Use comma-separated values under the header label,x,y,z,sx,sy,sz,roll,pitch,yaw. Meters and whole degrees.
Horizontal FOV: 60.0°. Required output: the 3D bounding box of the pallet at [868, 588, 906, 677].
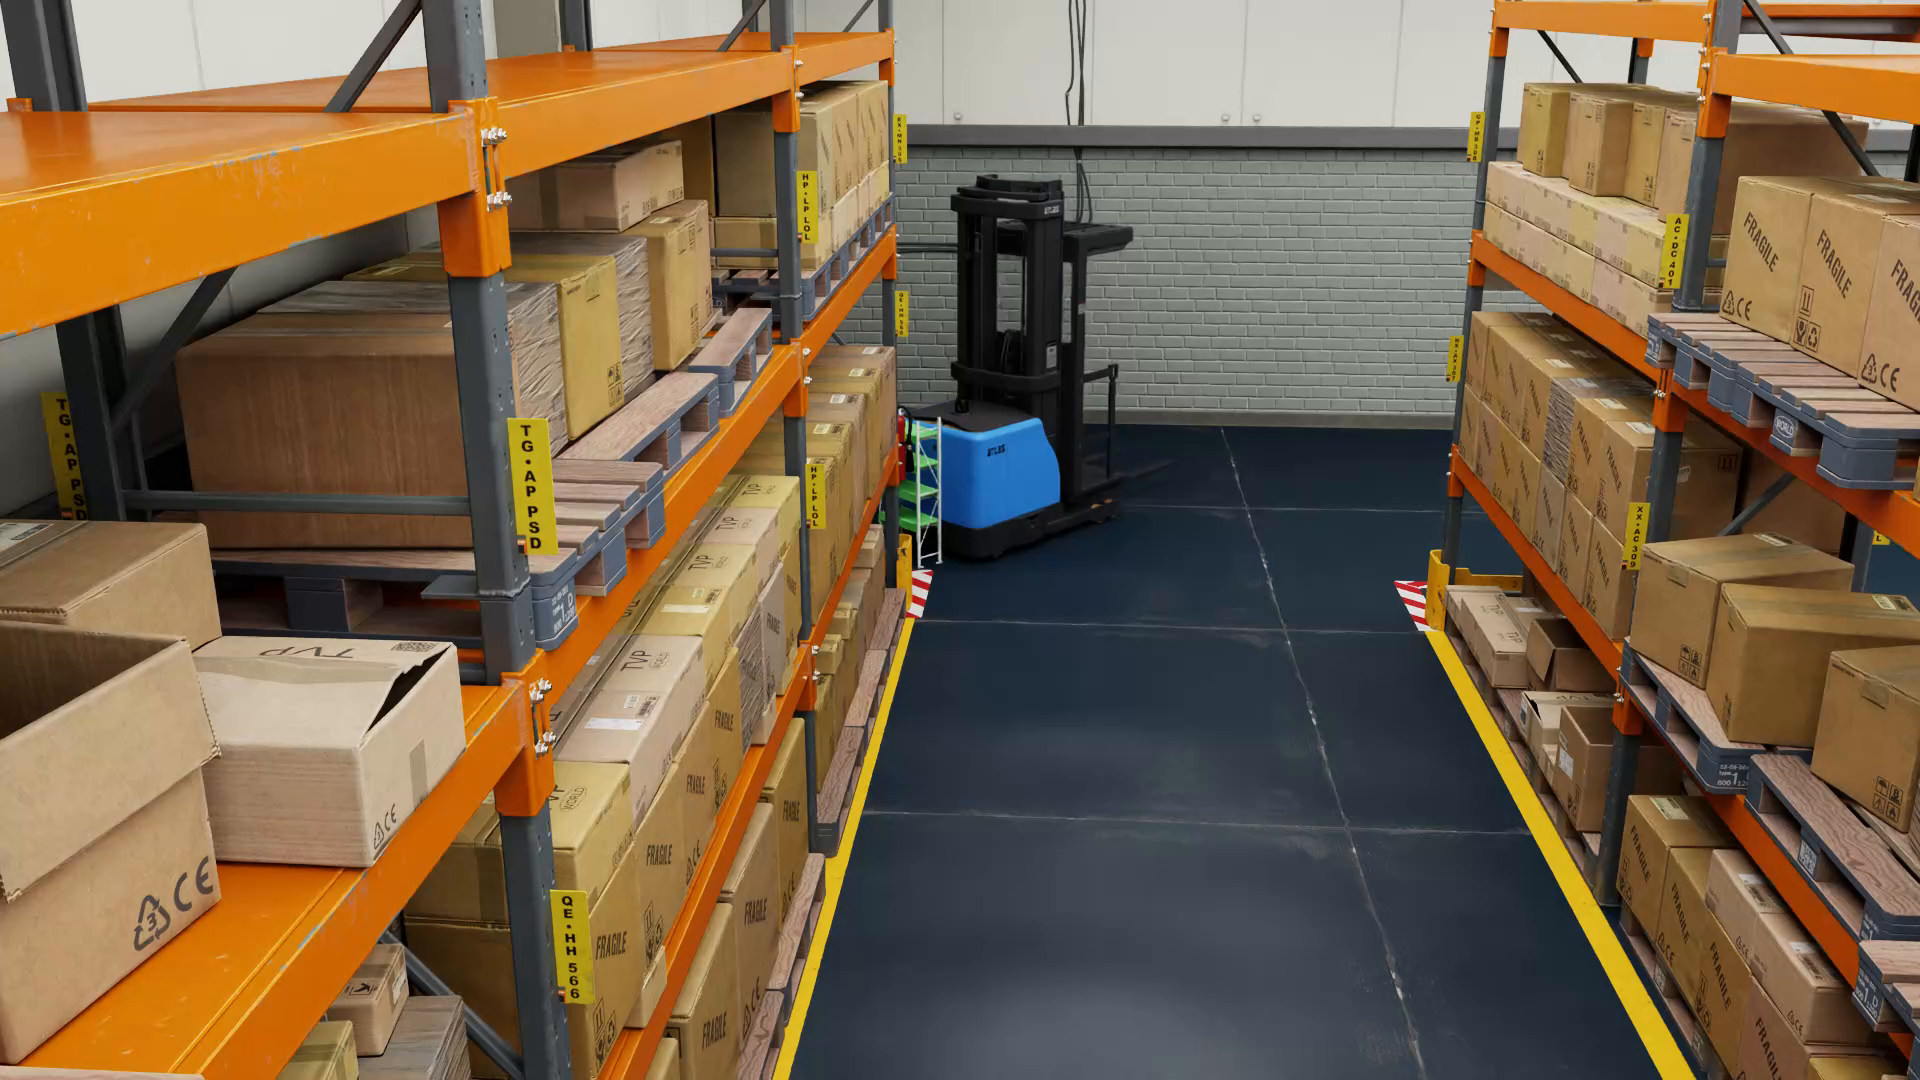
label,x,y,z,sx,sy,sz,roll,pitch,yaw
pallet,-0.933,0.628,11.667,1.003,0.211,1.213,1,18,4

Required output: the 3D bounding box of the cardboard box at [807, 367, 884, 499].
label,x,y,z,sx,sy,sz,roll,pitch,yaw
cardboard box,-1.021,-0.705,10.775,0.980,0.700,0.700,1,18,3

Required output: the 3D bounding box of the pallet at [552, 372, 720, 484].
label,x,y,z,sx,sy,sz,roll,pitch,yaw
pallet,-1.457,-0.347,5.650,1.003,0.211,1.213,2,18,6

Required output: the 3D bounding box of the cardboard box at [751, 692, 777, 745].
label,x,y,z,sx,sy,sz,roll,pitch,yaw
cardboard box,-1.001,0.758,7.163,0.380,0.149,0.250,1,18,4

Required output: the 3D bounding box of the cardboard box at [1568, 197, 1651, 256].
label,x,y,z,sx,sy,sz,roll,pitch,yaw
cardboard box,3.542,-1.655,8.776,0.500,0.250,0.500,1,18,4

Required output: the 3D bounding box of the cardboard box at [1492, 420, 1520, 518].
label,x,y,z,sx,sy,sz,roll,pitch,yaw
cardboard box,3.622,-0.437,10.279,0.500,0.500,0.500,1,18,4

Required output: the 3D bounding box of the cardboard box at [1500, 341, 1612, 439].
label,x,y,z,sx,sy,sz,roll,pitch,yaw
cardboard box,3.622,-0.911,10.118,0.500,0.500,0.500,2,18,5

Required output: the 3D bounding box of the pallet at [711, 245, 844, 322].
label,x,y,z,sx,sy,sz,roll,pitch,yaw
pallet,-1.171,-1.342,8.526,1.003,0.211,1.213,1,18,4

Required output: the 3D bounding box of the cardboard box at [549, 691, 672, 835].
label,x,y,z,sx,sy,sz,roll,pitch,yaw
cardboard box,-1.200,0.681,5.154,0.500,0.250,0.500,1,18,3

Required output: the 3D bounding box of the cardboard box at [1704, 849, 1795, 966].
label,x,y,z,sx,sy,sz,roll,pitch,yaw
cardboard box,3.351,1.482,6.685,0.500,0.250,0.500,1,18,4

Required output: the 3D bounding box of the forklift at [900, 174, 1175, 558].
label,x,y,z,sx,sy,sz,roll,pitch,yaw
forklift,0.753,-1.631,14.192,1.130,2.935,3.031,15,24,39

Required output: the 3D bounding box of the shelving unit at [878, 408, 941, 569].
label,x,y,z,sx,sy,sz,roll,pitch,yaw
shelving unit,-0.409,-0.426,13.295,0.258,1.200,0.503,-16,24,-40

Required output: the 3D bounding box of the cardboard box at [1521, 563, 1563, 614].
label,x,y,z,sx,sy,sz,roll,pitch,yaw
cardboard box,4.194,0.315,11.451,0.500,0.500,0.500,1,18,4

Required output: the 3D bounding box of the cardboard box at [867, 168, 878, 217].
label,x,y,z,sx,sy,sz,roll,pitch,yaw
cardboard box,-0.777,-2.153,10.266,0.500,0.250,0.500,1,18,2

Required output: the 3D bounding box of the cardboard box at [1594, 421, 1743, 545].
label,x,y,z,sx,sy,sz,roll,pitch,yaw
cardboard box,3.479,-0.281,8.197,0.500,0.500,0.500,1,18,4

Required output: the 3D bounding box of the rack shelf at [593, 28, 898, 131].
label,x,y,z,sx,sy,sz,roll,pitch,yaw
rack shelf,-1.097,-2.645,9.341,1.077,0.370,4.000,1,18,4

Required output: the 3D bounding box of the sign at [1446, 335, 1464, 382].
label,x,y,z,sx,sy,sz,roll,pitch,yaw
sign,3.446,-1.261,11.564,0.100,0.325,0.005,1,18,4

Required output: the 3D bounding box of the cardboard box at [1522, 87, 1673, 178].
label,x,y,z,sx,sy,sz,roll,pitch,yaw
cardboard box,3.847,-2.472,10.068,0.700,0.500,0.500,1,18,4

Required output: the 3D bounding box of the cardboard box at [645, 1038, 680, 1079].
label,x,y,z,sx,sy,sz,roll,pitch,yaw
cardboard box,-1.344,2.134,5.371,0.750,0.750,0.750,1,18,3

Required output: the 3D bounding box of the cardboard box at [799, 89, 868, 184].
label,x,y,z,sx,sy,sz,roll,pitch,yaw
cardboard box,-0.810,-2.354,9.674,0.500,0.500,0.500,0,18,1

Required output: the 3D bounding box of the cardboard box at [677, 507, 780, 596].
label,x,y,z,sx,sy,sz,roll,pitch,yaw
cardboard box,-1.065,0.050,7.079,0.500,0.250,0.500,2,18,5

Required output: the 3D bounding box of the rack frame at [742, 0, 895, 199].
label,x,y,z,sx,sy,sz,roll,pitch,yaw
rack frame,-0.954,-3.798,11.062,1.000,3.000,0.127,1,18,4

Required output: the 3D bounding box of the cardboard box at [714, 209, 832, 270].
label,x,y,z,sx,sy,sz,roll,pitch,yaw
cardboard box,-0.928,-1.515,8.317,0.500,0.250,0.500,1,18,4

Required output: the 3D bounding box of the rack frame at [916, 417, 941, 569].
label,x,y,z,sx,sy,sz,roll,pitch,yaw
rack frame,-0.246,-0.369,13.123,0.240,1.200,0.015,-16,24,-40

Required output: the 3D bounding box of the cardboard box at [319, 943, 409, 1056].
label,x,y,z,sx,sy,sz,roll,pitch,yaw
cardboard box,-1.522,1.081,3.899,0.380,0.149,0.250,-1,18,-3

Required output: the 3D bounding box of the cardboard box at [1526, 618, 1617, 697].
label,x,y,z,sx,sy,sz,roll,pitch,yaw
cardboard box,3.830,0.798,9.972,0.797,0.503,0.637,1,18,4

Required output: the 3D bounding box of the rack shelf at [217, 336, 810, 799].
label,x,y,z,sx,sy,sz,roll,pitch,yaw
rack shelf,-1.384,-0.167,5.954,1.077,0.370,4.000,1,18,4

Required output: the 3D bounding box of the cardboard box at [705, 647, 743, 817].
label,x,y,z,sx,sy,sz,roll,pitch,yaw
cardboard box,-1.124,0.716,6.252,0.500,0.500,0.500,2,18,5

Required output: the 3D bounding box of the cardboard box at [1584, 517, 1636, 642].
label,x,y,z,sx,sy,sz,roll,pitch,yaw
cardboard box,3.481,0.196,8.347,0.500,0.500,0.500,2,18,5

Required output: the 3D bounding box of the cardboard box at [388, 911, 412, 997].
label,x,y,z,sx,sy,sz,roll,pitch,yaw
cardboard box,-1.756,1.187,4.814,0.500,0.500,0.500,1,18,4

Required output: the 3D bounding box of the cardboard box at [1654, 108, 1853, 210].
label,x,y,z,sx,sy,sz,roll,pitch,yaw
cardboard box,3.875,-1.847,8.160,0.700,0.500,0.500,1,18,4

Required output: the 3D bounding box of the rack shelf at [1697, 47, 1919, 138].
label,x,y,z,sx,sy,sz,roll,pitch,yaw
rack shelf,3.557,-1.293,5.215,1.077,0.370,4.000,1,18,4

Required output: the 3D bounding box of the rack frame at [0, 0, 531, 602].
label,x,y,z,sx,sy,sz,roll,pitch,yaw
rack frame,-1.527,-1.313,3.479,1.000,3.000,0.127,1,18,4

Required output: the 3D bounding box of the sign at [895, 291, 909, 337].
label,x,y,z,sx,sy,sz,roll,pitch,yaw
sign,-0.413,-1.593,11.729,0.100,0.325,0.005,1,18,4

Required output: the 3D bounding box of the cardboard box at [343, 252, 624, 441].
label,x,y,z,sx,sy,sz,roll,pitch,yaw
cardboard box,-1.511,-0.634,5.355,0.700,0.500,0.500,2,18,7

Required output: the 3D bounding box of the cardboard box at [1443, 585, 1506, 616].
label,x,y,z,sx,sy,sz,roll,pitch,yaw
cardboard box,3.615,0.430,11.664,0.380,0.149,0.250,1,18,4

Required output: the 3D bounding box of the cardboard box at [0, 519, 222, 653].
label,x,y,z,sx,sy,sz,roll,pitch,yaw
cardboard box,-1.808,0.274,3.261,0.500,0.500,0.500,1,18,4

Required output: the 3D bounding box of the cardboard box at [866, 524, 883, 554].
label,x,y,z,sx,sy,sz,roll,pitch,yaw
cardboard box,-0.731,-0.003,11.415,0.380,0.149,0.250,1,18,3

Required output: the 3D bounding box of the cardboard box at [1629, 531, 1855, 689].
label,x,y,z,sx,sy,sz,roll,pitch,yaw
cardboard box,3.444,0.300,7.356,0.700,0.500,0.500,-5,19,-15

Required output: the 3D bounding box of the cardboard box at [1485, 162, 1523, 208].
label,x,y,z,sx,sy,sz,roll,pitch,yaw
cardboard box,3.691,-2.276,10.671,0.500,0.250,0.500,1,18,4

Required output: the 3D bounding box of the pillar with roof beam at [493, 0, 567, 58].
label,x,y,z,sx,sy,sz,roll,pitch,yaw
pillar with roof beam,2.241,-2.696,7.700,9.100,9.000,0.400,1,18,4

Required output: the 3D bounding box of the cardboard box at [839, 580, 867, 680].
label,x,y,z,sx,sy,sz,roll,pitch,yaw
cardboard box,-0.975,0.572,10.699,0.700,0.500,0.500,1,18,2

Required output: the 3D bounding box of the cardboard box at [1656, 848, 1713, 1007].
label,x,y,z,sx,sy,sz,roll,pitch,yaw
cardboard box,3.396,1.694,7.243,0.500,0.500,0.500,2,18,5

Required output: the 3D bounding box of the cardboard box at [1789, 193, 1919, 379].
label,x,y,z,sx,sy,sz,roll,pitch,yaw
cardboard box,3.566,-0.953,6.200,0.600,0.600,0.600,1,18,3

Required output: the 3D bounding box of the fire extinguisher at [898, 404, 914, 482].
label,x,y,z,sx,sy,sz,roll,pitch,yaw
fire extinguisher,-0.482,-0.770,12.178,0.296,0.674,0.183,1,18,4

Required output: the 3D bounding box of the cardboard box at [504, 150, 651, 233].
label,x,y,z,sx,sy,sz,roll,pitch,yaw
cardboard box,-1.459,-1.301,6.188,0.500,0.250,0.500,1,18,2

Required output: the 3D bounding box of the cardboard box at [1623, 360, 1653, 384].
label,x,y,z,sx,sy,sz,roll,pitch,yaw
cardboard box,4.125,-0.738,9.593,0.500,0.500,0.500,2,18,6

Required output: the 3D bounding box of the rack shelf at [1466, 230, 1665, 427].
label,x,y,z,sx,sy,sz,roll,pitch,yaw
rack shelf,3.844,-1.300,9.412,1.077,0.370,4.000,1,18,4

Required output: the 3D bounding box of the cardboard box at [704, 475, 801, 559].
label,x,y,z,sx,sy,sz,roll,pitch,yaw
cardboard box,-1.019,-0.109,7.563,0.500,0.250,0.500,2,18,5

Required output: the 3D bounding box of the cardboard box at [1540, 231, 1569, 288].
label,x,y,z,sx,sy,sz,roll,pitch,yaw
cardboard box,3.585,-1.572,9.328,0.500,0.250,0.500,1,18,4

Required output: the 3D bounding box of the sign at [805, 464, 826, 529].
label,x,y,z,sx,sy,sz,roll,pitch,yaw
sign,-0.698,-0.208,8.009,0.100,0.325,0.005,1,18,4

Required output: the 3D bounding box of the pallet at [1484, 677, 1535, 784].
label,x,y,z,sx,sy,sz,roll,pitch,yaw
pallet,3.836,1.137,10.115,1.003,0.211,1.213,1,18,4

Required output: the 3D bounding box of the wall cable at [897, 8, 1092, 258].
label,x,y,z,sx,sy,sz,roll,pitch,yaw
wall cable,-0.192,-4.071,16.882,3.097,2.526,0.112,1,18,4

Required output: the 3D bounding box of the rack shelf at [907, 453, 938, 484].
label,x,y,z,sx,sy,sz,roll,pitch,yaw
rack shelf,-0.409,-0.593,13.240,0.258,0.148,0.480,-16,24,-40

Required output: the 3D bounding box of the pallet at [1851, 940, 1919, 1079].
label,x,y,z,sx,sy,sz,roll,pitch,yaw
pallet,3.393,1.526,4.757,1.213,0.211,1.003,1,18,4
